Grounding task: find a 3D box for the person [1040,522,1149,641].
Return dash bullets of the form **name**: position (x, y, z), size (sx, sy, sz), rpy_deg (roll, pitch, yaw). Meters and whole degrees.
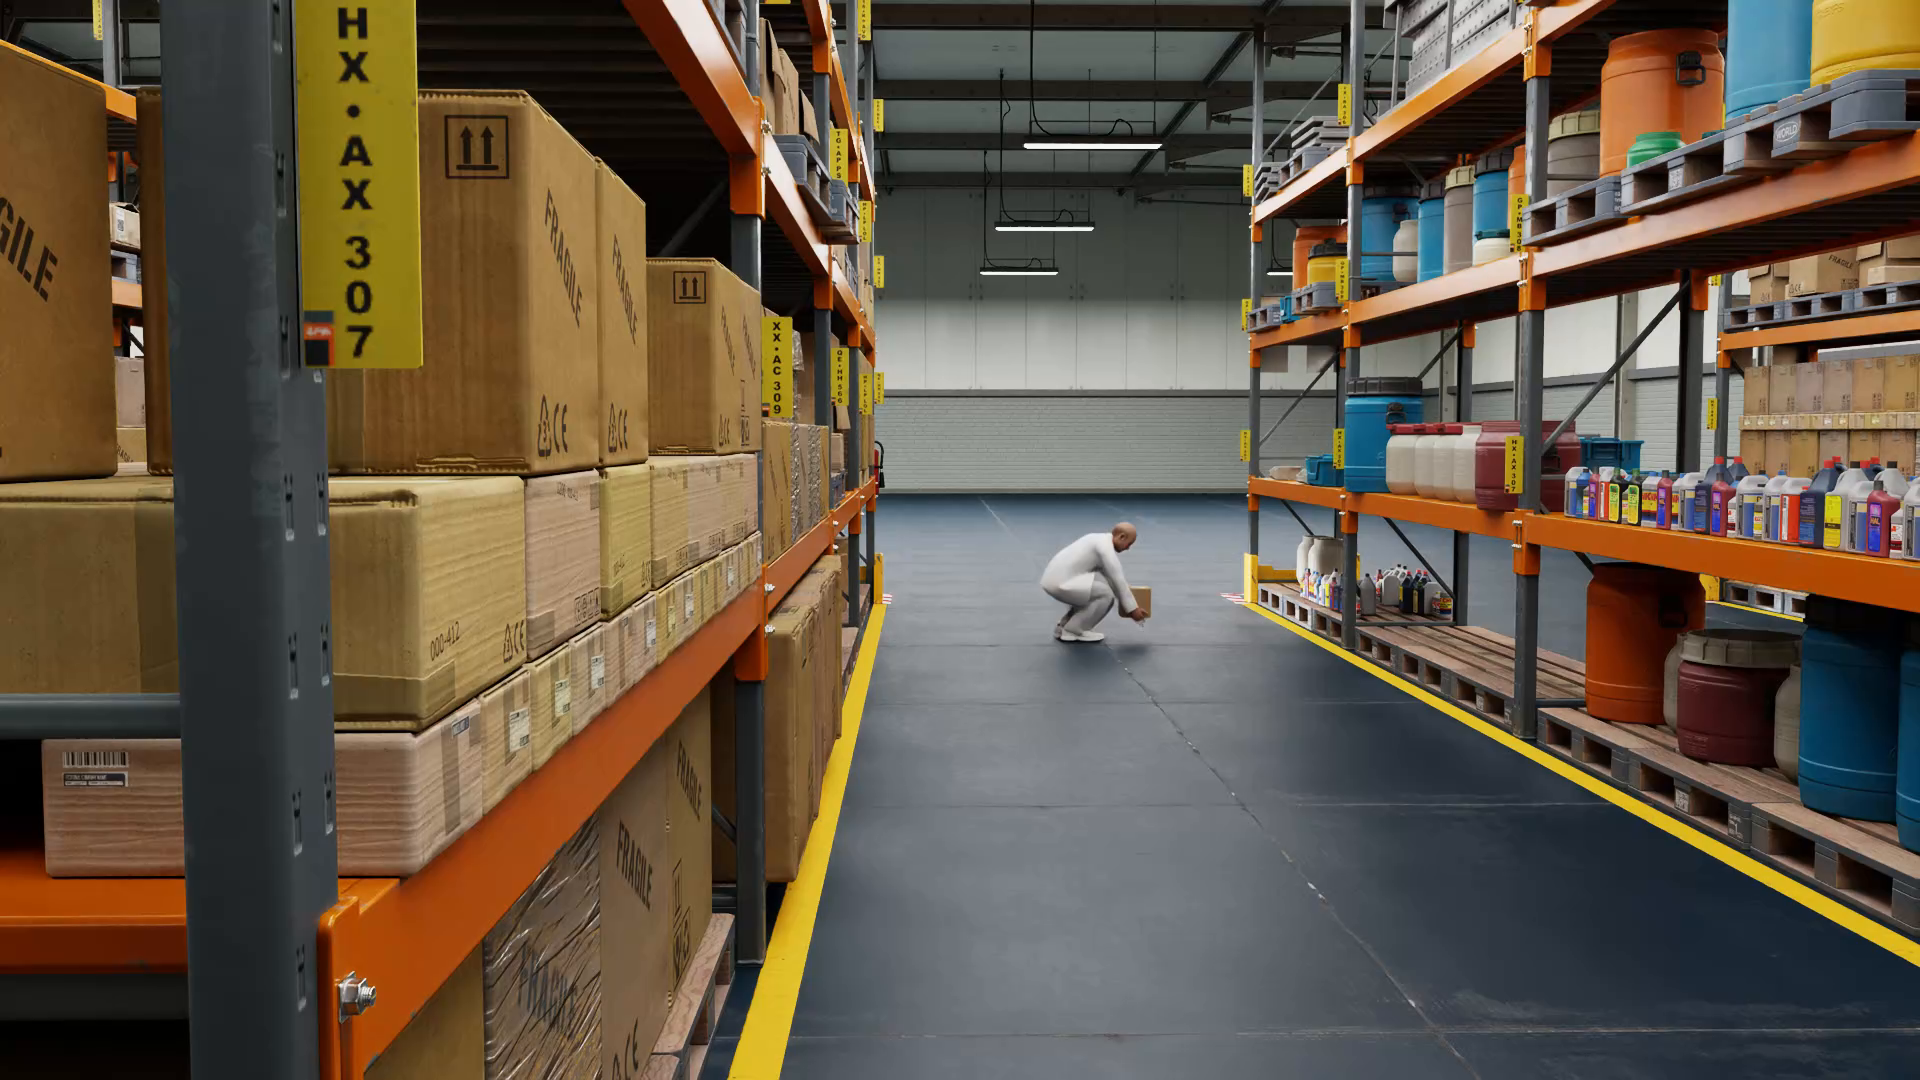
- **person**: position (1.145, 0.365, 14.230), size (0.917, 0.988, 0.574), rpy_deg (0, 4, -3)
